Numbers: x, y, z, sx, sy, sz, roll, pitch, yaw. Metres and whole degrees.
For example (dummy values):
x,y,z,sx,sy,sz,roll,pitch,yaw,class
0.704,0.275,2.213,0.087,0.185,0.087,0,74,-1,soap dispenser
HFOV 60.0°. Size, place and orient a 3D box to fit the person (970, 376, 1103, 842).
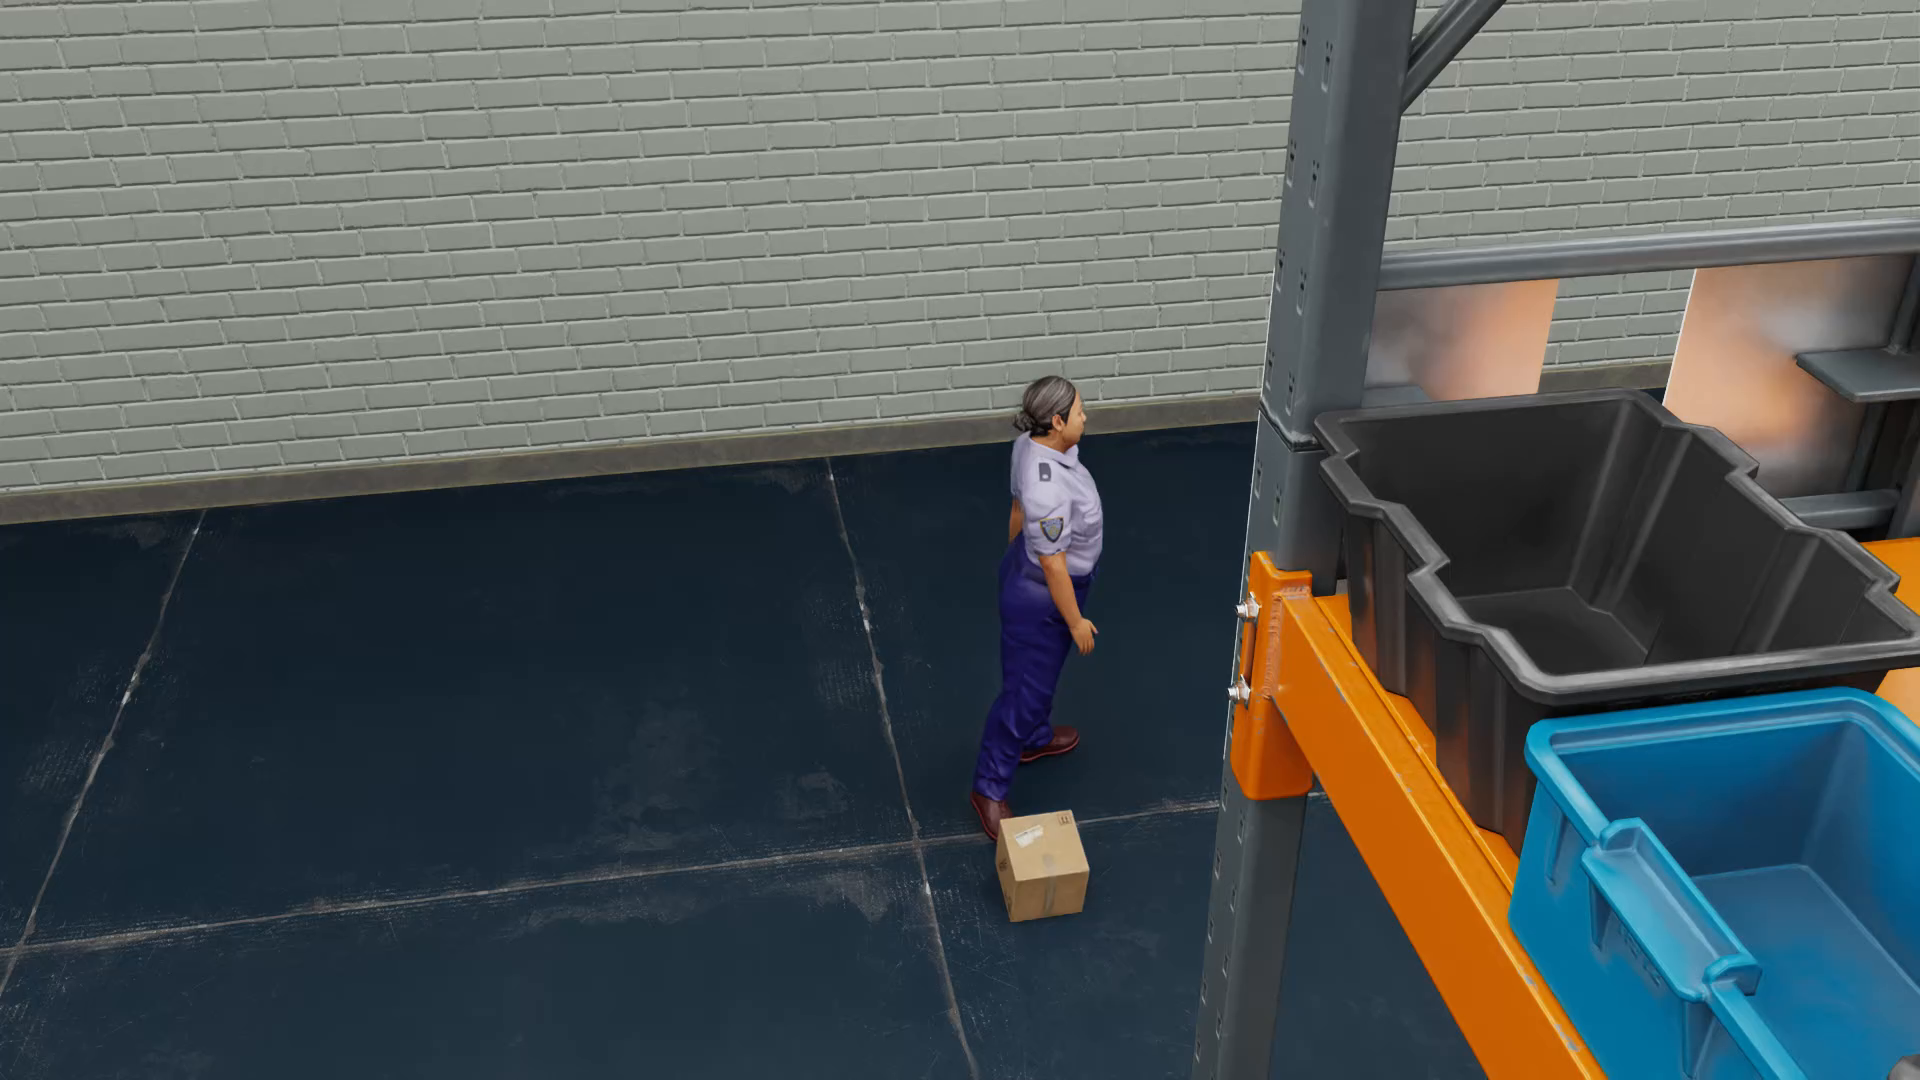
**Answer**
x,y,z,sx,sy,sz,roll,pitch,yaw,class
0.260,0.222,5.766,0.446,1.652,0.678,0,31,0,person
